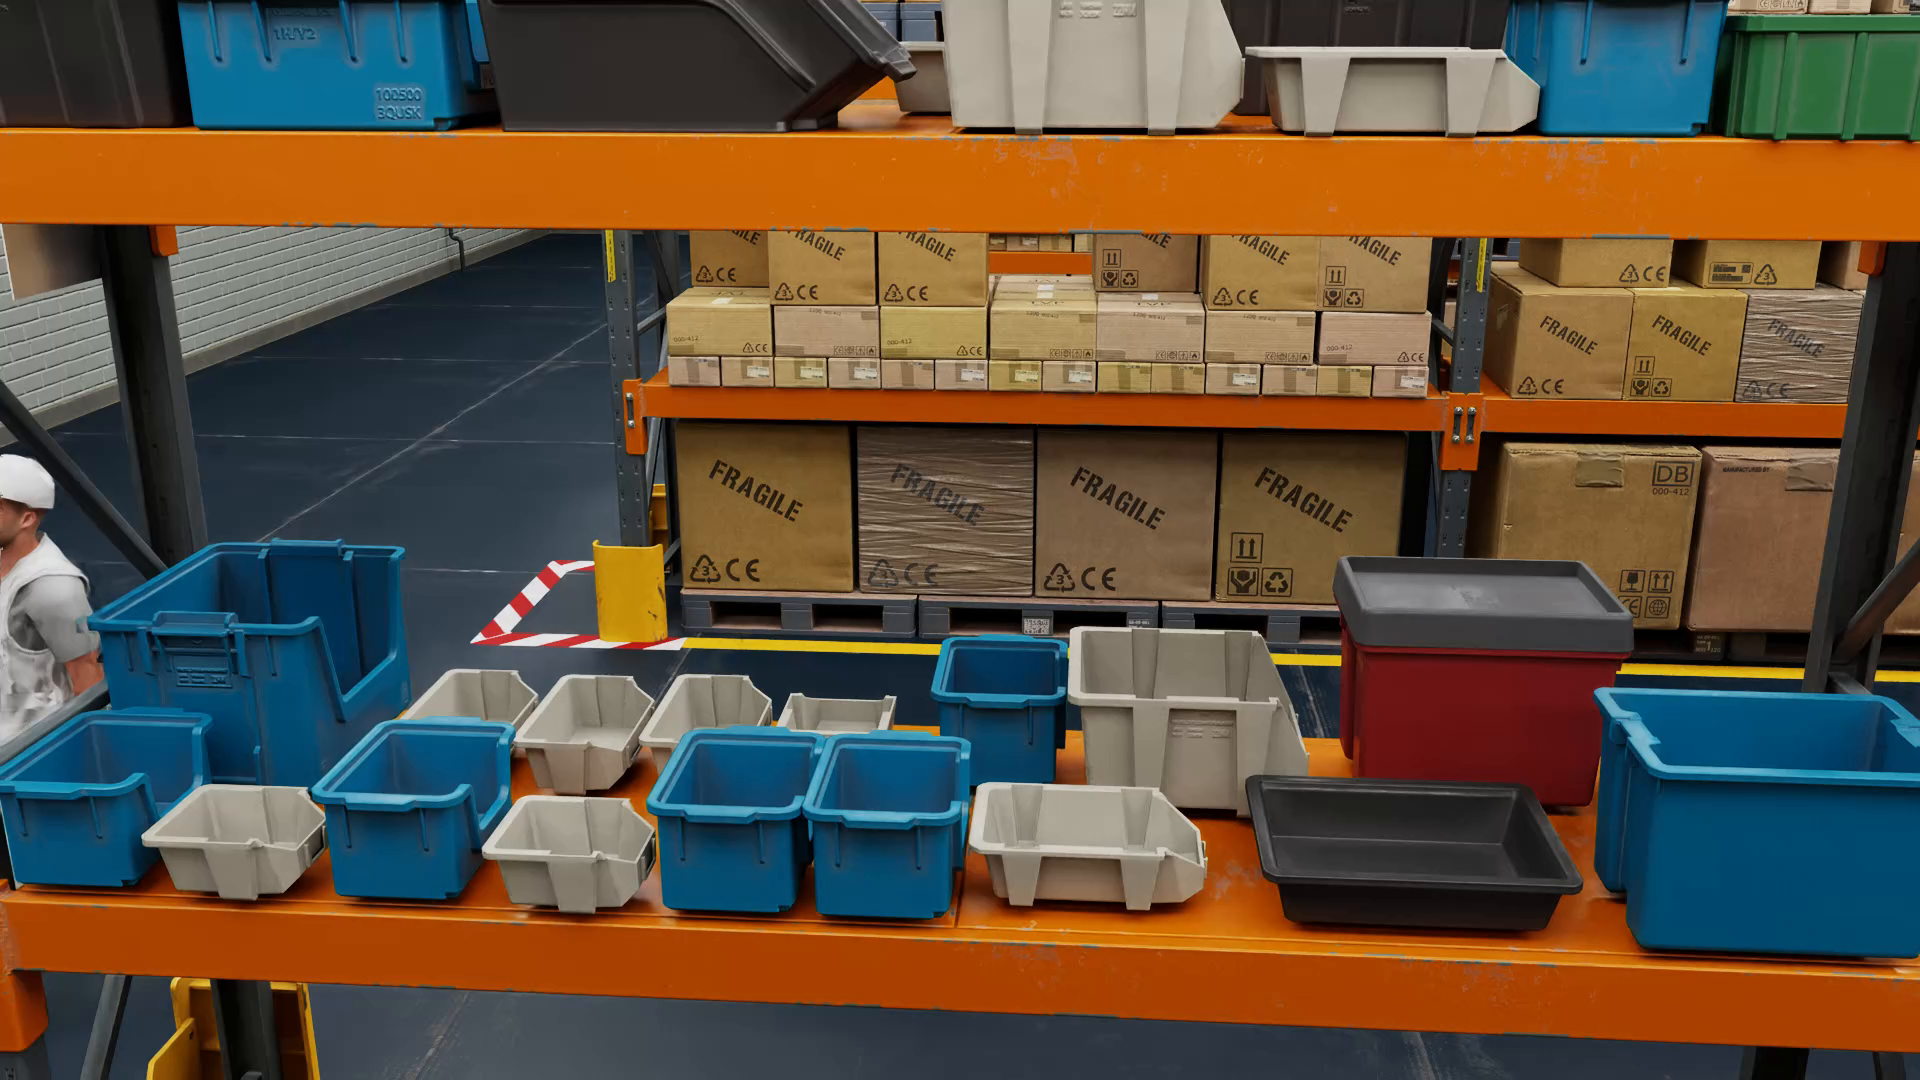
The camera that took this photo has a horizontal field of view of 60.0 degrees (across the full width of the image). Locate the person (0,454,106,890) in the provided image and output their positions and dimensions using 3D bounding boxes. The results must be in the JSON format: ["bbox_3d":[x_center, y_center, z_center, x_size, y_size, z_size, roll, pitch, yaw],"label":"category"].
[{"bbox_3d":[-2.793,0.593,5.096,0.996,1.754,0.516,-14,22,-38],"label":"person"}]
